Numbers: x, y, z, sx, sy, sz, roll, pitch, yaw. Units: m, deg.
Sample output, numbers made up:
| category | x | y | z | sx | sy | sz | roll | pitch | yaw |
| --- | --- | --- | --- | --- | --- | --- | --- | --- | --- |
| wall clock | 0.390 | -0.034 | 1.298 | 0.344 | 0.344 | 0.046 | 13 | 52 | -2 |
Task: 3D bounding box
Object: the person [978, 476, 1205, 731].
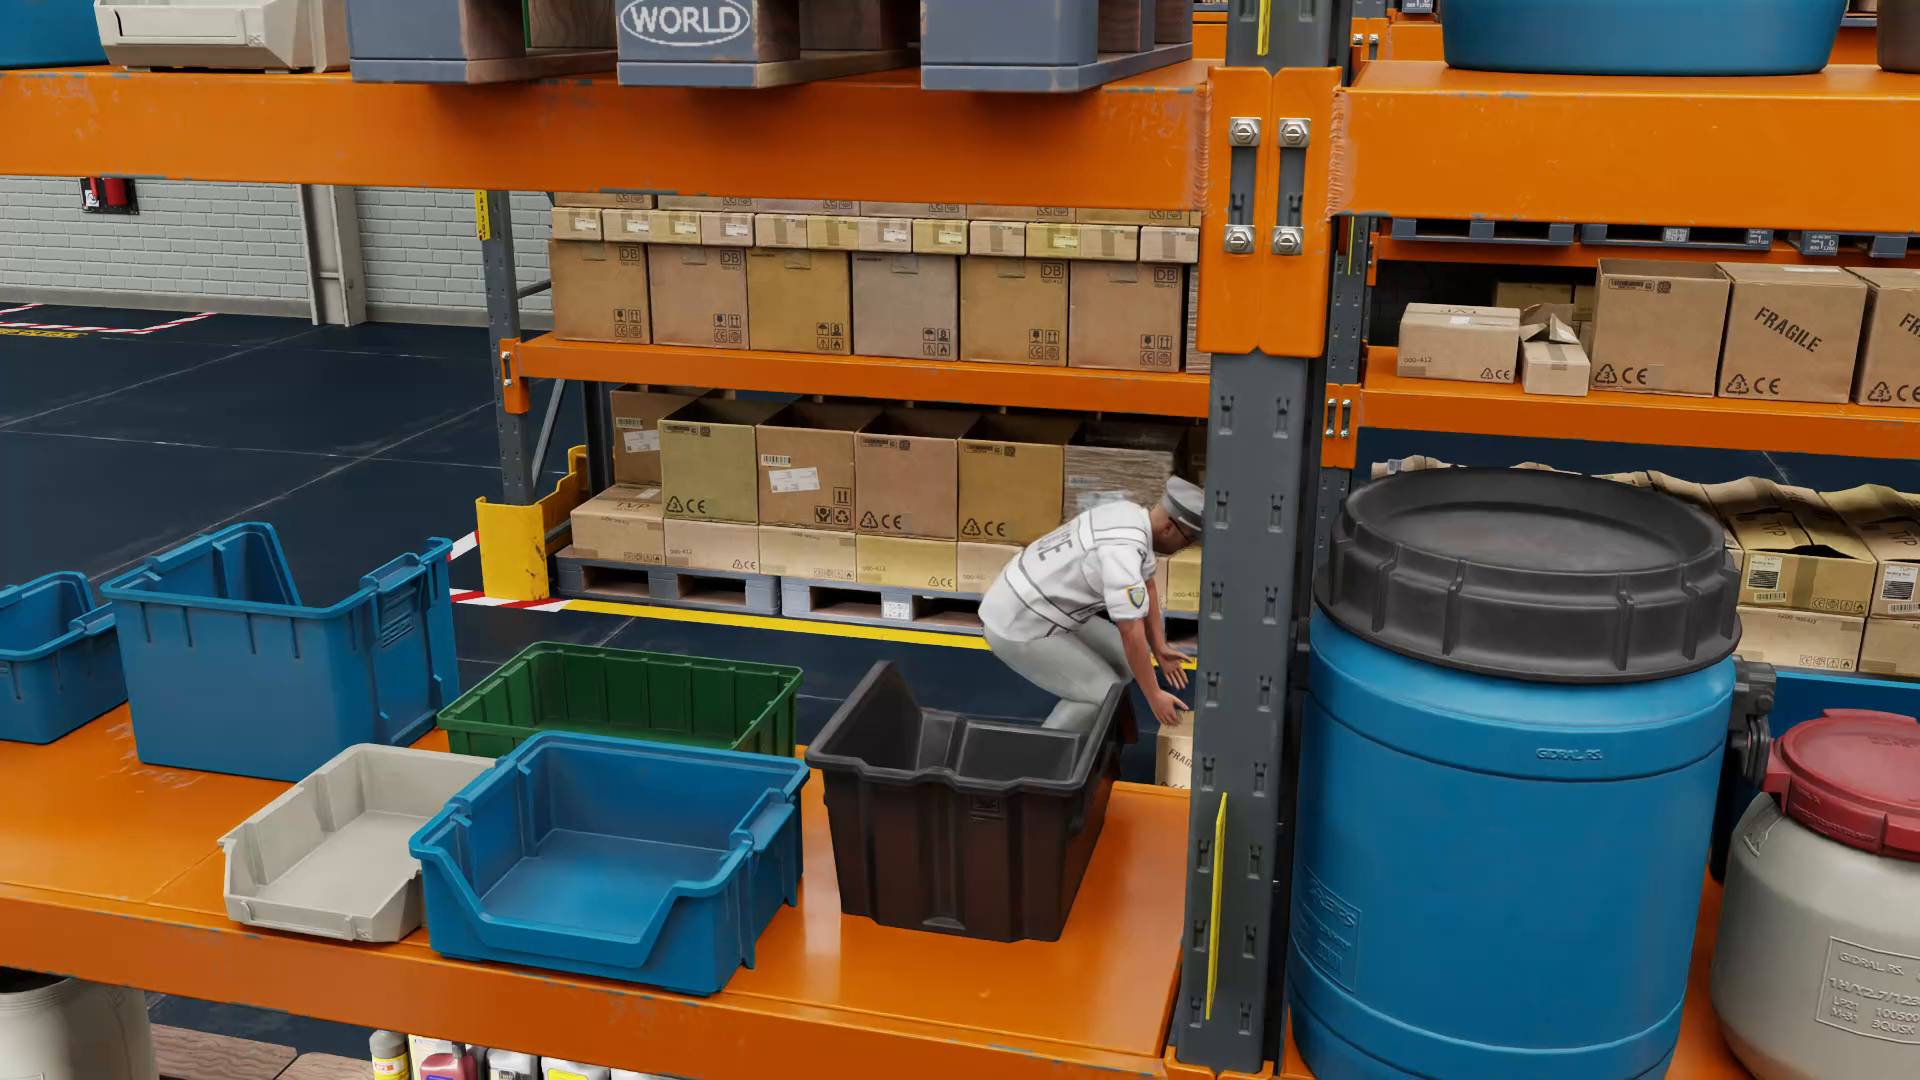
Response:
| category | x | y | z | sx | sy | sz | roll | pitch | yaw |
| --- | --- | --- | --- | --- | --- | --- | --- | --- | --- |
| person | 0.535 | 0.336 | 6.407 | 0.900 | 1.205 | 0.576 | 4 | 19 | 13 |
